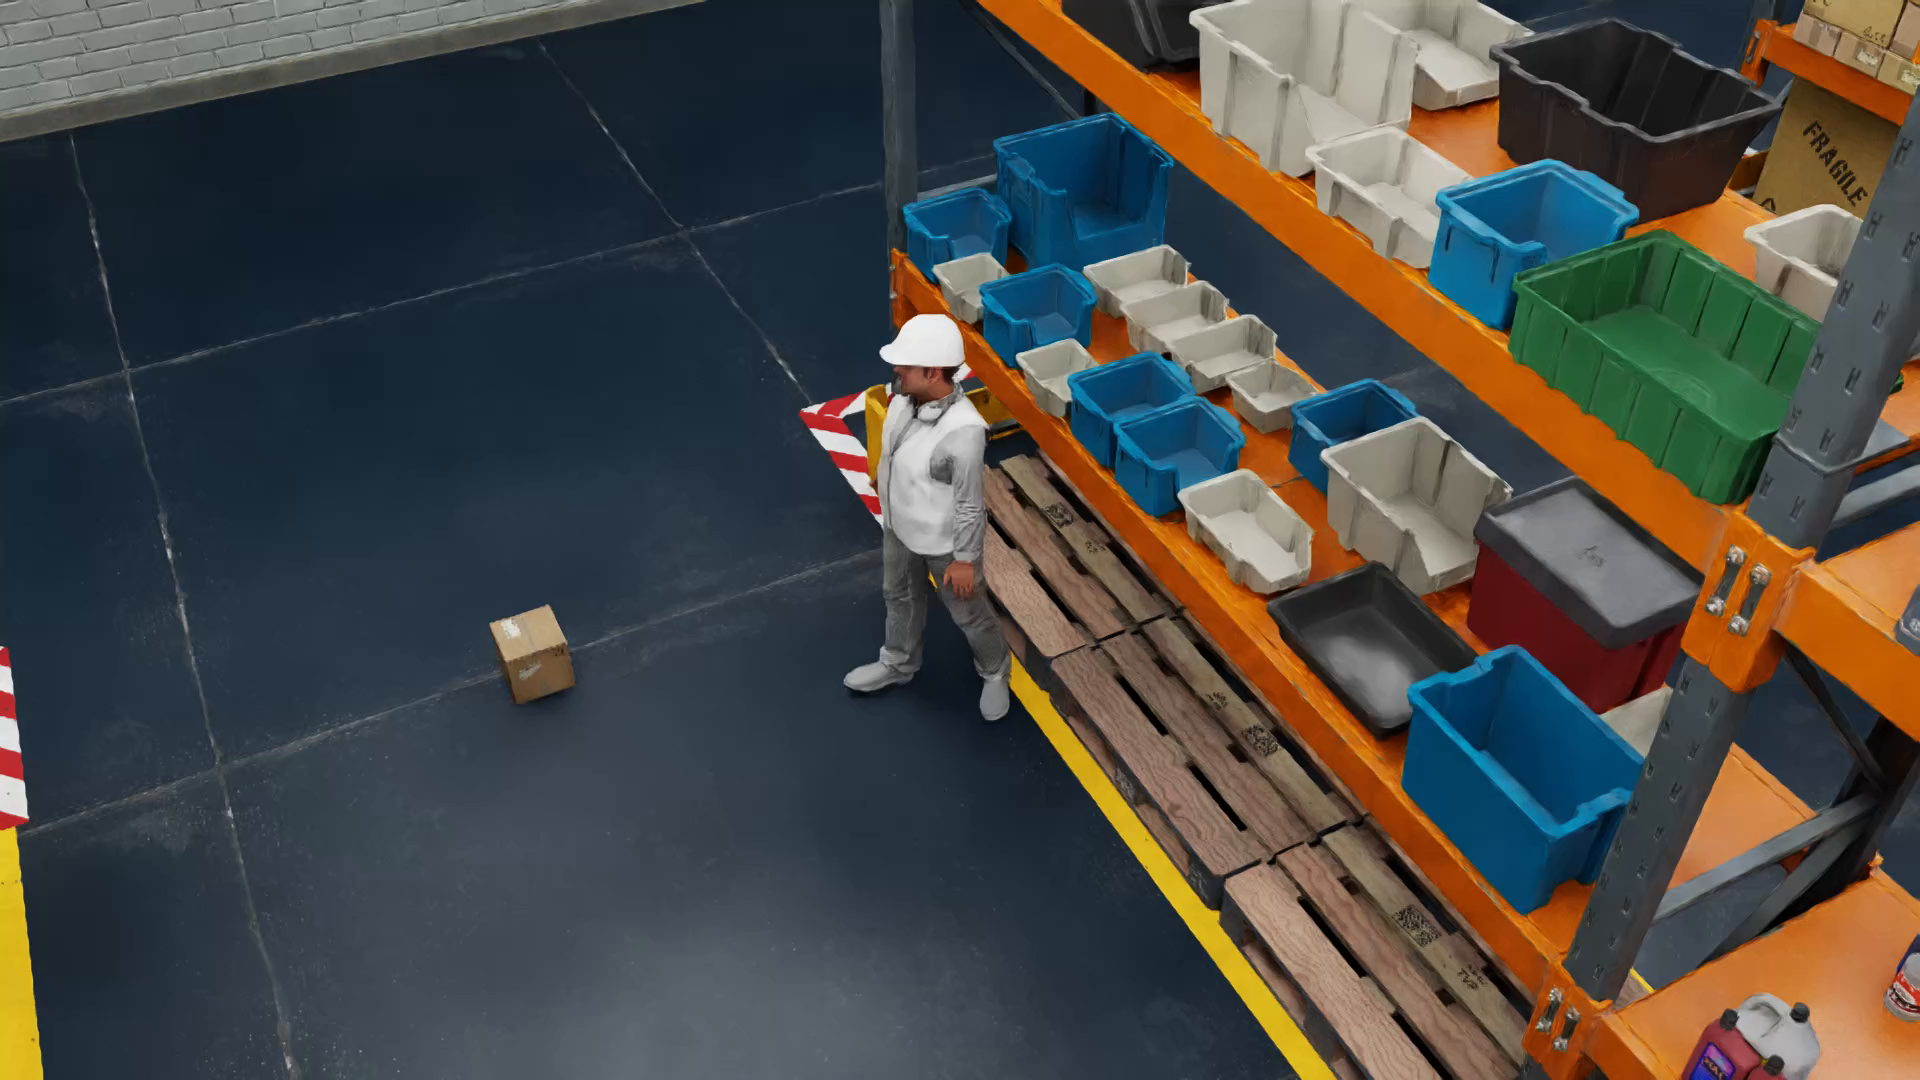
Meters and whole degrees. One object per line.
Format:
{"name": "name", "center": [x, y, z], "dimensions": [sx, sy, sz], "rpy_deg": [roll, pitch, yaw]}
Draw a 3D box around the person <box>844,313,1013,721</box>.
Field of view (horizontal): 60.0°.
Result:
{"name": "person", "center": [-0.140, -0.087, 6.237], "dimensions": [0.615, 1.774, 0.727], "rpy_deg": [-22, 46, -24]}
